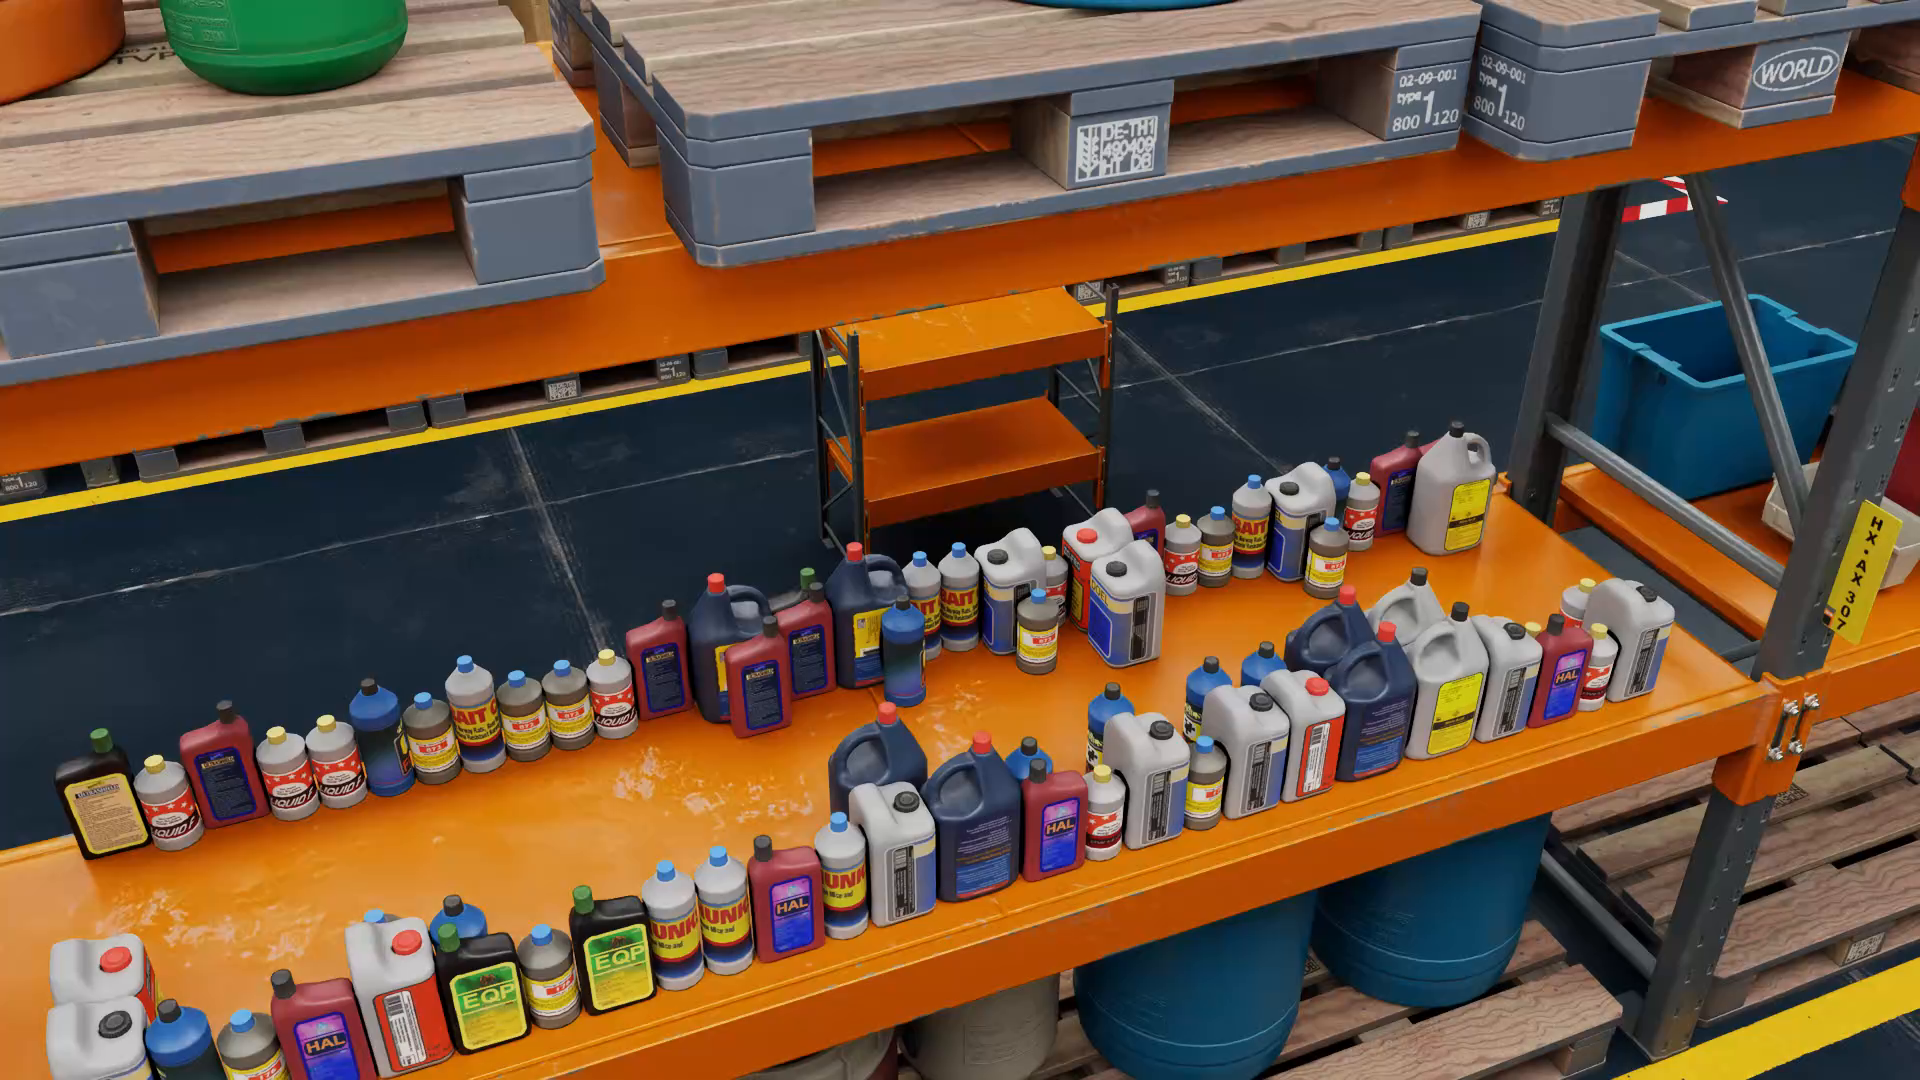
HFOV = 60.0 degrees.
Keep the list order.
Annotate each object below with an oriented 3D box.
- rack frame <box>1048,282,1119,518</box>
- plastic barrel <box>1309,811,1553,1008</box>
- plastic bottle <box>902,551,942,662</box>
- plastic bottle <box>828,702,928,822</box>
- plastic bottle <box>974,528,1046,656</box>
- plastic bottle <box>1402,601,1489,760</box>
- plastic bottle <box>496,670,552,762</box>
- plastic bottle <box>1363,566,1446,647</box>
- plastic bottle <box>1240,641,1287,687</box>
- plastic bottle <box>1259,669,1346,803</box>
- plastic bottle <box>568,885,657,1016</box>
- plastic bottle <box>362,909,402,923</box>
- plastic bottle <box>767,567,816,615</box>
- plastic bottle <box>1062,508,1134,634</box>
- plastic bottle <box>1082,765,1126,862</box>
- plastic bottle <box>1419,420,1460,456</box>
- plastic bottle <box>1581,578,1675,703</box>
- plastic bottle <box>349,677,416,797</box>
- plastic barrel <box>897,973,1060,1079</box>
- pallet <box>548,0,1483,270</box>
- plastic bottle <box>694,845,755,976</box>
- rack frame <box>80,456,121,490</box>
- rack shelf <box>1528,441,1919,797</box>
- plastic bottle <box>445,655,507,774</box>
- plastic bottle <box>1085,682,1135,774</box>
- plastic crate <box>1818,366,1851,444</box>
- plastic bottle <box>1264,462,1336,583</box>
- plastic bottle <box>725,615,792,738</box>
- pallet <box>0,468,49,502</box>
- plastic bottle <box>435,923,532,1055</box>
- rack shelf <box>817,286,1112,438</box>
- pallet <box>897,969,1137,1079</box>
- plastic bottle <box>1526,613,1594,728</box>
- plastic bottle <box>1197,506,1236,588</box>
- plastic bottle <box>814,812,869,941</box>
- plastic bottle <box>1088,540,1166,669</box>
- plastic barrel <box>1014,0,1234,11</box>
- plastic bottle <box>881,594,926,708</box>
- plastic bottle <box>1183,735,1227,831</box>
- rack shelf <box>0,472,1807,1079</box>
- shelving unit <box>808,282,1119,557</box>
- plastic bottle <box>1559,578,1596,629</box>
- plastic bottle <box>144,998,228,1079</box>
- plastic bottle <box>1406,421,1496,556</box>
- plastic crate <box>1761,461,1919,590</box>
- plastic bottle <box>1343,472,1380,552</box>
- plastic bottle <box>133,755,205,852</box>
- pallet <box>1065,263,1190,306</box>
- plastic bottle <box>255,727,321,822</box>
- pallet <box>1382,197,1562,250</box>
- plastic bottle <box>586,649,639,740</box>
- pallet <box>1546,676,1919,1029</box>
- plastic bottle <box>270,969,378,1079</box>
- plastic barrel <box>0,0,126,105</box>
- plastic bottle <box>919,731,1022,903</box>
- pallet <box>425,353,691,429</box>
[{"bbox_3d":[0.475,-0.580,6.610,0.032,1.125,0.500,-13,35,-19],"label":"rack frame"},{"bbox_3d":[1.249,0.722,4.429,0.708,0.901,0.600,-13,35,-19],"label":"plastic barrel"},{"bbox_3d":[-0.092,0.148,3.890,0.097,0.271,0.097,0,33,0],"label":"plastic bottle"},{"bbox_3d":[-0.163,0.476,3.313,0.185,0.351,0.144,-13,35,-19],"label":"plastic bottle"},{"bbox_3d":[0.115,0.115,3.937,0.135,0.276,0.152,-13,35,-19],"label":"plastic bottle"},{"bbox_3d":[1.036,0.292,3.597,0.185,0.351,0.144,-13,35,-19],"label":"plastic bottle"},{"bbox_3d":[-0.949,0.374,3.608,0.097,0.201,0.097,0,33,0],"label":"plastic bottle"},{"bbox_3d":[0.980,0.219,3.708,0.185,0.351,0.144,-13,35,-19],"label":"plastic bottle"},{"bbox_3d":[0.651,0.337,3.600,0.097,0.271,0.097,0,33,0],"label":"plastic bottle"},{"bbox_3d":[0.717,0.394,3.508,0.135,0.276,0.152,-13,35,-19],"label":"plastic bottle"},{"bbox_3d":[-0.627,0.725,2.992,0.133,0.283,0.061,-13,35,-19],"label":"plastic bottle"},{"bbox_3d":[-1.046,0.755,3.022,0.097,0.201,0.097,0,33,0],"label":"plastic bottle"},{"bbox_3d":[-0.376,0.197,3.803,0.133,0.283,0.061,-13,35,-19],"label":"plastic bottle"},{"bbox_3d":[0.329,0.066,4.012,0.135,0.276,0.152,-13,35,-19],"label":"plastic bottle"},{"bbox_3d":[0.282,0.541,3.351,0.097,0.201,0.097,0,33,0],"label":"plastic bottle"},{"bbox_3d":[1.253,-0.176,4.377,0.133,0.283,0.061,-13,35,-19],"label":"plastic bottle"},{"bbox_3d":[1.518,0.210,3.790,0.135,0.276,0.152,-13,35,-19],"label":"plastic bottle"},{"bbox_3d":[-1.218,0.406,3.494,0.097,0.271,0.097,0,33,0],"label":"plastic bottle"},{"bbox_3d":[0.040,1.109,4.191,0.421,0.512,0.421,0,33,0],"label":"plastic barrel"},{"bbox_3d":[0.027,-0.810,2.668,1.213,0.211,1.003,-13,35,-19],"label":"pallet"},{"bbox_3d":[-0.438,0.676,3.078,0.097,0.271,0.097,0,33,0],"label":"plastic bottle"},{"bbox_3d":[-3.845,-1.735,6.666,0.127,3.000,1.000,-13,35,-19],"label":"rack frame"},{"bbox_3d":[3.601,-0.208,4.980,4.000,0.370,1.077,-13,35,-19],"label":"rack shelf"},{"bbox_3d":[-1.038,0.365,3.557,0.097,0.271,0.097,0,33,0],"label":"plastic bottle"},{"bbox_3d":[0.313,0.414,3.481,0.097,0.271,0.097,0,33,0],"label":"plastic bottle"},{"bbox_3d":[2.685,-0.369,4.764,0.590,0.125,0.437,-13,35,-19],"label":"plastic crate"},{"bbox_3d":[0.845,-0.052,4.194,0.135,0.276,0.152,-13,35,-19],"label":"plastic bottle"},{"bbox_3d":[-0.443,0.298,3.649,0.133,0.283,0.061,-13,35,-19],"label":"plastic bottle"},{"bbox_3d":[-4.620,-0.412,7.189,1.213,0.211,1.003,-13,35,-19],"label":"pallet"},{"bbox_3d":[-0.839,0.774,2.917,0.133,0.283,0.061,-13,35,-19],"label":"plastic bottle"},{"bbox_3d":[0.006,-0.718,6.286,1.000,0.278,0.538,-13,35,-19],"label":"rack shelf"},{"bbox_3d":[-0.097,1.483,4.278,1.213,0.211,1.003,-13,35,-19],"label":"pallet"},{"bbox_3d":[1.323,0.279,3.678,0.133,0.283,0.061,-13,35,-19],"label":"plastic bottle"},{"bbox_3d":[0.638,0.010,4.166,0.097,0.201,0.097,0,33,0],"label":"plastic bottle"},{"bbox_3d":[-0.225,0.627,3.153,0.097,0.271,0.097,0,33,0],"label":"plastic bottle"},{"bbox_3d":[0.388,0.142,3.894,0.135,0.276,0.152,-13,35,-19],"label":"plastic bottle"},{"bbox_3d":[0.242,-1.294,2.393,0.708,0.901,0.600,-13,35,-19],"label":"plastic barrel"},{"bbox_3d":[-0.126,0.241,3.747,0.097,0.271,0.097,0,33,0],"label":"plastic bottle"},{"bbox_3d":[0.496,0.492,3.426,0.097,0.201,0.097,0,33,0],"label":"plastic bottle"},{"bbox_3d":[-0.087,0.636,3.682,4.000,0.370,1.077,-13,35,-19],"label":"rack shelf"},{"bbox_3d":[0.006,-0.473,6.445,1.048,1.125,0.538,-13,35,-19],"label":"shelving unit"},{"bbox_3d":[1.453,0.183,3.901,0.097,0.201,0.097,0,33,0],"label":"plastic bottle"},{"bbox_3d":[-1.290,0.871,2.779,0.097,0.271,0.097,0,33,0],"label":"plastic bottle"},{"bbox_3d":[1.269,-0.147,4.271,0.185,0.351,0.144,-13,35,-19],"label":"plastic bottle"},{"bbox_3d":[2.241,-0.029,4.230,0.243,0.136,0.396,-13,35,-19],"label":"plastic crate"},{"bbox_3d":[1.031,-0.080,4.304,0.097,0.201,0.097,0,33,0],"label":"plastic bottle"},{"bbox_3d":[-1.610,0.525,3.375,0.097,0.201,0.097,0,33,0],"label":"plastic bottle"},{"bbox_3d":[0.476,-1.555,8.946,1.213,0.211,1.003,-13,35,-19],"label":"pallet"},{"bbox_3d":[-1.397,0.476,3.450,0.097,0.201,0.097,0,33,0],"label":"plastic bottle"},{"bbox_3d":[2.726,-2.070,9.738,1.213,0.211,1.003,-13,35,-19],"label":"pallet"},{"bbox_3d":[-0.769,0.332,3.671,0.097,0.201,0.097,0,33,0],"label":"plastic bottle"},{"bbox_3d":[2.420,0.906,5.163,1.213,0.211,1.003,-13,35,-19],"label":"pallet"},{"bbox_3d":[-1.087,0.830,2.830,0.133,0.283,0.061,-13,35,-19],"label":"plastic bottle"},{"bbox_3d":[-1.407,-0.975,1.969,0.708,0.830,0.600,-13,35,-19],"label":"plastic barrel"},{"bbox_3d":[0.020,0.524,3.239,0.185,0.351,0.144,-13,35,-19],"label":"plastic bottle"},{"bbox_3d":[-2.019,-0.960,8.032,1.213,0.211,1.003,-13,35,-19],"label":"pallet"}]
